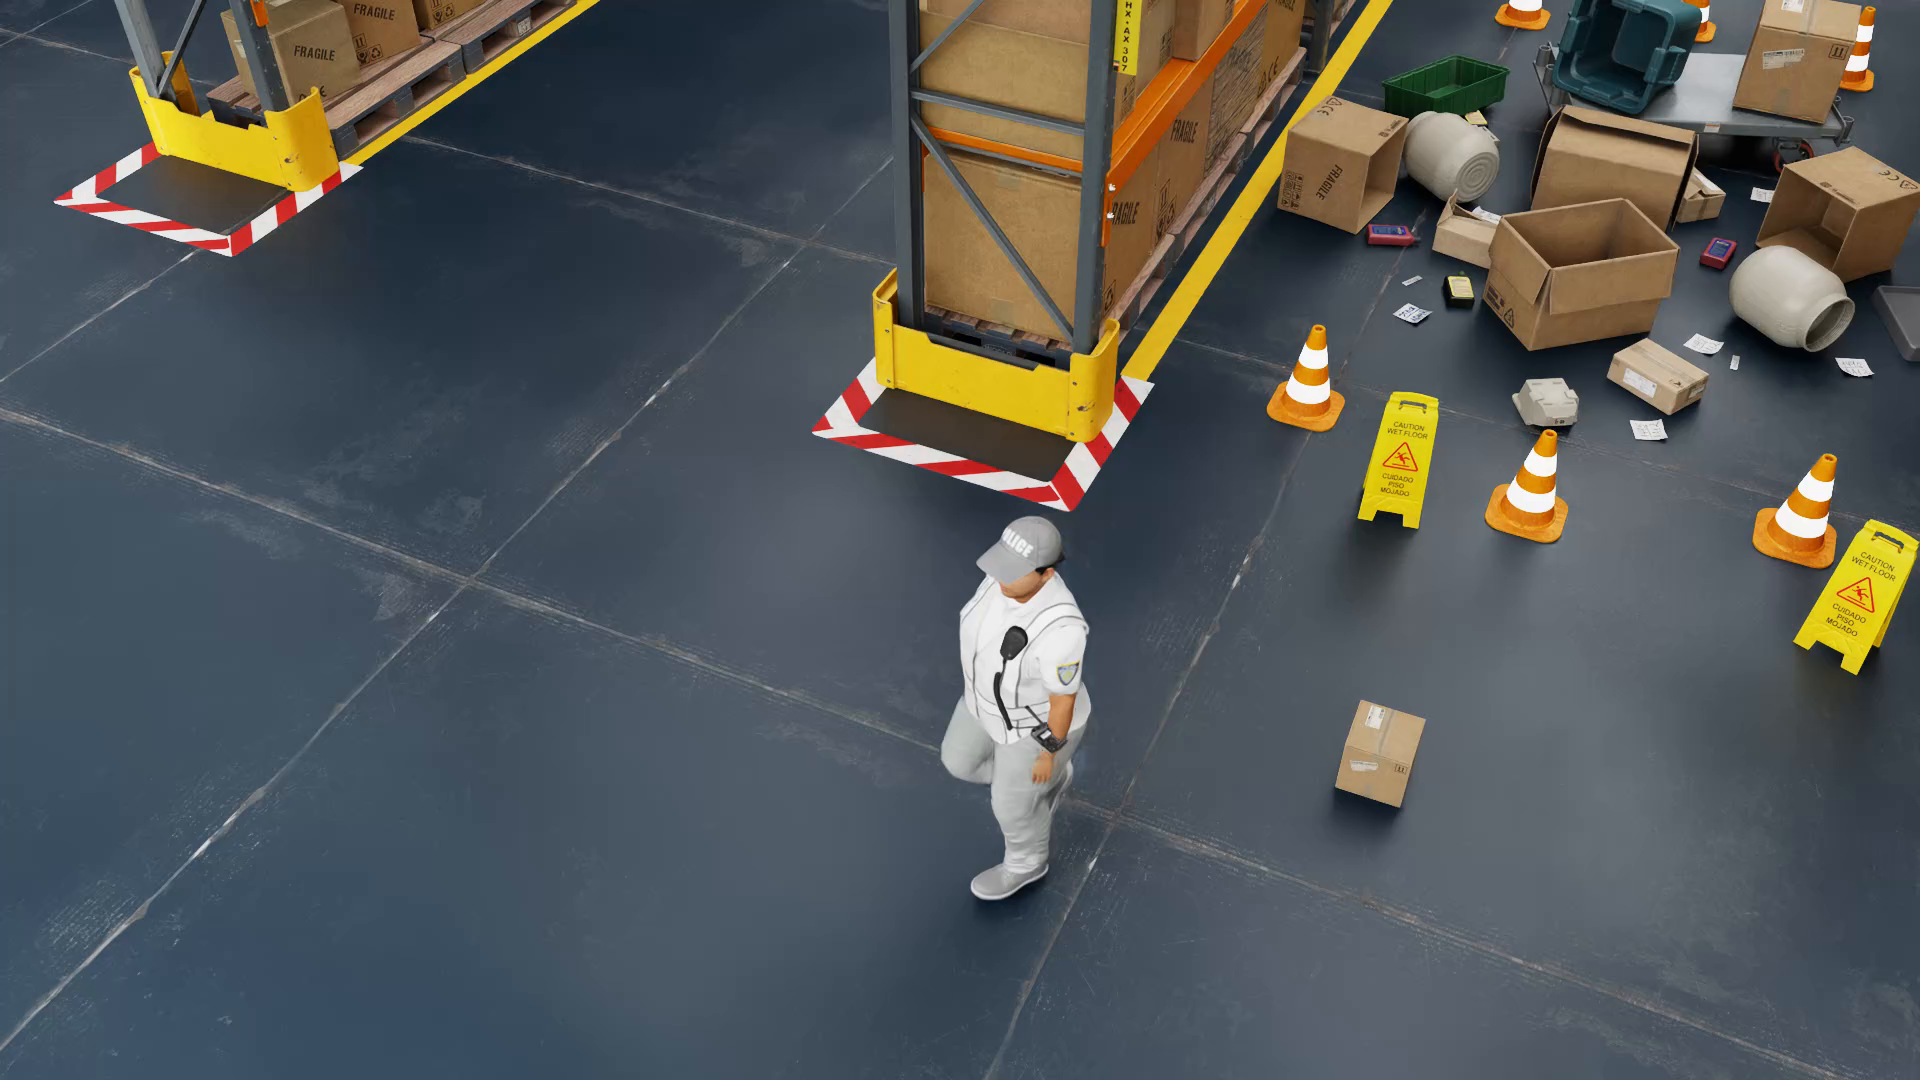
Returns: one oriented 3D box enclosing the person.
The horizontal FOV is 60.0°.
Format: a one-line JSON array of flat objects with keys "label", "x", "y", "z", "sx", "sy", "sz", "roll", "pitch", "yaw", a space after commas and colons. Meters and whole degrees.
[{"label": "person", "x": 0.237, "y": 0.546, "z": 5.519, "sx": 0.498, "sy": 1.652, "sz": 0.502, "roll": -20, "pitch": 46, "yaw": -21}]
